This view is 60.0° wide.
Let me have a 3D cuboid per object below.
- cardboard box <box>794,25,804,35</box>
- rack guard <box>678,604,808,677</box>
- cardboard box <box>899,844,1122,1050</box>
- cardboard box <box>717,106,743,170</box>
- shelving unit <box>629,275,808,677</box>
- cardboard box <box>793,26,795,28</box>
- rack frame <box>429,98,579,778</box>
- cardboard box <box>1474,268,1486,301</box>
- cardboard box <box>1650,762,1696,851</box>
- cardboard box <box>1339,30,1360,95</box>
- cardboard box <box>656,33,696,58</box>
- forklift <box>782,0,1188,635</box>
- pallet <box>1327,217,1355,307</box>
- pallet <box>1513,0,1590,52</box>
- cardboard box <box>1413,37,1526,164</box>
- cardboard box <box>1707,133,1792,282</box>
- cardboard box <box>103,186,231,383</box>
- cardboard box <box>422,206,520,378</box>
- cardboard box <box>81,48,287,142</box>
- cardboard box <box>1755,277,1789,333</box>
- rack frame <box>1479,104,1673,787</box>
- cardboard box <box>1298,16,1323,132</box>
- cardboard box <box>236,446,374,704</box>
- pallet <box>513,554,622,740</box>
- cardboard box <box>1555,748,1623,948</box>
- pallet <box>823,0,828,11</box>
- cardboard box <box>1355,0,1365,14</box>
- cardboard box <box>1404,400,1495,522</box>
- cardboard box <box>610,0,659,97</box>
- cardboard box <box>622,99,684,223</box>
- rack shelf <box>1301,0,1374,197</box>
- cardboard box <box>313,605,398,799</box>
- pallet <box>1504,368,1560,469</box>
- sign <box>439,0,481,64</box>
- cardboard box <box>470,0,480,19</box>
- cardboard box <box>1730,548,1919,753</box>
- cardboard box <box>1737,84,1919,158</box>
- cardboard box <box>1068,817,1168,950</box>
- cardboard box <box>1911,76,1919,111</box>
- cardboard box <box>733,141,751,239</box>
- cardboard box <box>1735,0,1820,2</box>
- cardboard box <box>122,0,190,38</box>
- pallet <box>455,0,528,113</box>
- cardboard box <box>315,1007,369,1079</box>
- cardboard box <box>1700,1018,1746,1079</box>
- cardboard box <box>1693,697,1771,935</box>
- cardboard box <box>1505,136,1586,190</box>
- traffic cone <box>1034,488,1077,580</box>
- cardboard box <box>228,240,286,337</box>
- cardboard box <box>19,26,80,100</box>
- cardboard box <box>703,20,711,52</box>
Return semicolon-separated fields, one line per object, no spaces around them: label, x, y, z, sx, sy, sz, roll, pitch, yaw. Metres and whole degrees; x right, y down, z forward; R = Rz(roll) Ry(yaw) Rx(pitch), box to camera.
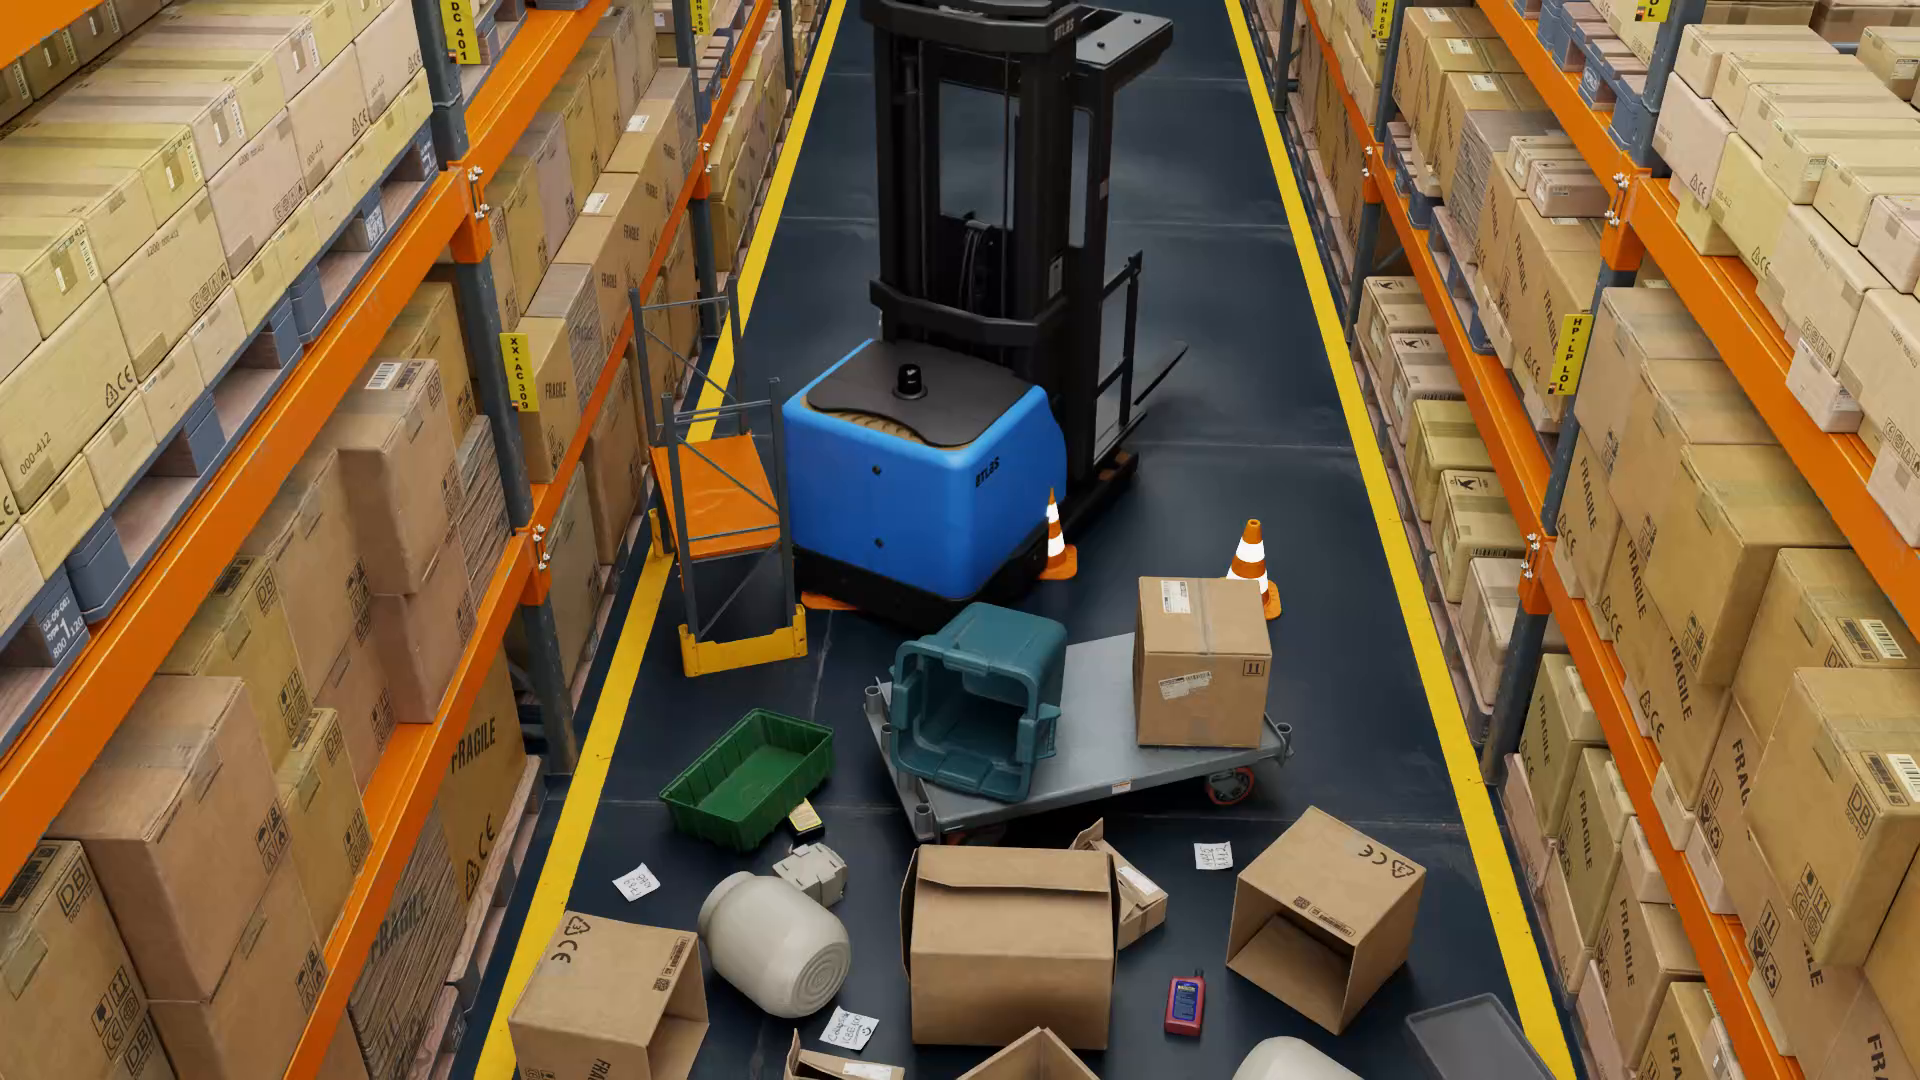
cardboard box;-1.556;-4.343;14.381;0.380;0.149;0.250;1;35;2
rack guard;-1.014;0.471;7.808;0.587;0.250;0.087;-10;36;-13
cardboard box;0.178;1.473;6.045;0.797;0.637;0.503;1;35;2
cardboard box;-1.731;-2.679;11.055;0.500;0.250;0.500;1;35;1
shelving unit;-1.156;-0.314;7.839;0.587;1.500;1.083;-10;36;-13
cardboard box;-1.606;-4.314;14.081;0.380;0.149;0.250;2;35;2
rack frame;-2.182;-0.243;6.432;1.000;3.000;0.127;1;35;2
cardboard box;2.569;-1.143;7.567;0.380;0.149;0.250;1;35;2
cardboard box;2.374;0.825;5.132;0.380;0.149;0.250;1;35;2
cardboard box;2.695;-3.014;10.505;0.500;0.250;0.500;2;35;3
cardboard box;-1.801;-3.004;9.956;0.380;0.149;0.250;3;35;4
forklift;0.325;-1.543;8.342;1.130;2.935;3.031;18;39;24
pallet;3.036;-1.795;11.066;1.003;0.211;1.213;1;35;2
pallet;2.938;-2.285;6.893;1.213;0.211;1.003;1;35;2
cardboard box;2.666;-2.266;8.601;0.500;0.500;0.500;3;35;4
cardboard box;2.466;-0.931;4.675;0.500;0.250;0.500;1;35;1
cardboard box;-2.007;-0.586;3.732;0.500;0.250;0.500;1;35;2
cardboard box;-2.168;-0.978;6.522;0.700;0.500;0.500;1;35;1
cardboard box;-1.918;-1.106;4.125;0.380;0.149;0.250;1;35;2
cardboard box;2.495;-0.700;4.693;0.380;0.149;0.250;2;35;3
rack frame;2.768;-0.186;6.352;1.000;3.000;0.127;1;35;2
cardboard box;3.145;-3.727;12.873;0.875;0.875;0.875;2;35;3
cardboard box;-2.296;0.091;4.888;0.875;0.550;0.550;1;35;2
pallet;-2.226;0.453;7.867;1.003;0.211;1.213;1;35;2
cardboard box;2.465;1.101;5.895;0.500;0.500;0.500;3;35;4
pallet;-1.771;-5.486;16.319;1.003;0.211;1.213;1;35;2
cardboard box;2.701;-3.532;10.157;0.500;0.500;0.500;2;35;3
cardboard box;2.839;-0.397;8.572;0.950;0.372;0.625;2;35;3
cardboard box;-2.049;-2.733;9.019;0.700;0.500;0.500;1;35;2
cardboard box;-1.792;-2.030;8.889;0.500;0.500;0.500;1;35;2
rack shelf;3.009;-3.339;11.464;1.077;0.370;4.000;1;35;2
cardboard box;-2.323;0.532;5.199;0.875;0.550;0.550;1;35;2
pallet;2.944;-0.544;7.027;1.003;0.211;1.213;1;35;2
sign;-1.627;-1.702;5.381;0.100;0.325;0.005;1;35;2
cardboard box;-1.908;-1.969;5.944;0.258;0.266;0.396;1;35;1
cardboard box;2.514;0.372;4.342;0.700;0.500;0.500;1;35;2
cardboard box;2.429;-1.162;4.657;0.380;0.149;0.250;0;35;0
cardboard box;0.591;1.351;6.543;0.258;0.266;0.396;-24;42;-30
cardboard box;3.040;-1.299;4.851;0.380;0.149;0.250;0;35;1
cardboard box;-1.721;-2.379;11.281;0.500;0.500;0.500;2;35;2
cardboard box;2.664;-2.064;5.746;0.500;0.250;0.500;2;35;3
cardboard box;-2.481;-1.468;4.987;0.500;0.250;0.500;2;35;2
pallet;-2.194;-1.919;6.376;0.805;0.209;1.217;0;35;0
cardboard box;-2.348;1.856;4.928;0.875;0.875;0.875;1;35;1
cardboard box;2.353;1.518;4.736;0.380;0.149;0.250;3;35;4
cardboard box;2.442;0.765;4.652;0.500;0.500;0.500;2;35;2
cardboard box;2.564;-1.611;7.104;0.380;0.149;0.250;0;35;0
traffic cone;0.432;-0.083;8.411;0.336;0.463;0.334;1;35;2
cardboard box;-1.926;-0.631;4.143;0.380;0.149;0.250;1;35;1
cardboard box;-2.565;-1.267;4.354;0.380;0.149;0.250;1;35;1
cardboard box;-1.780;-3.171;10.453;0.380;0.149;0.250;3;35;4
